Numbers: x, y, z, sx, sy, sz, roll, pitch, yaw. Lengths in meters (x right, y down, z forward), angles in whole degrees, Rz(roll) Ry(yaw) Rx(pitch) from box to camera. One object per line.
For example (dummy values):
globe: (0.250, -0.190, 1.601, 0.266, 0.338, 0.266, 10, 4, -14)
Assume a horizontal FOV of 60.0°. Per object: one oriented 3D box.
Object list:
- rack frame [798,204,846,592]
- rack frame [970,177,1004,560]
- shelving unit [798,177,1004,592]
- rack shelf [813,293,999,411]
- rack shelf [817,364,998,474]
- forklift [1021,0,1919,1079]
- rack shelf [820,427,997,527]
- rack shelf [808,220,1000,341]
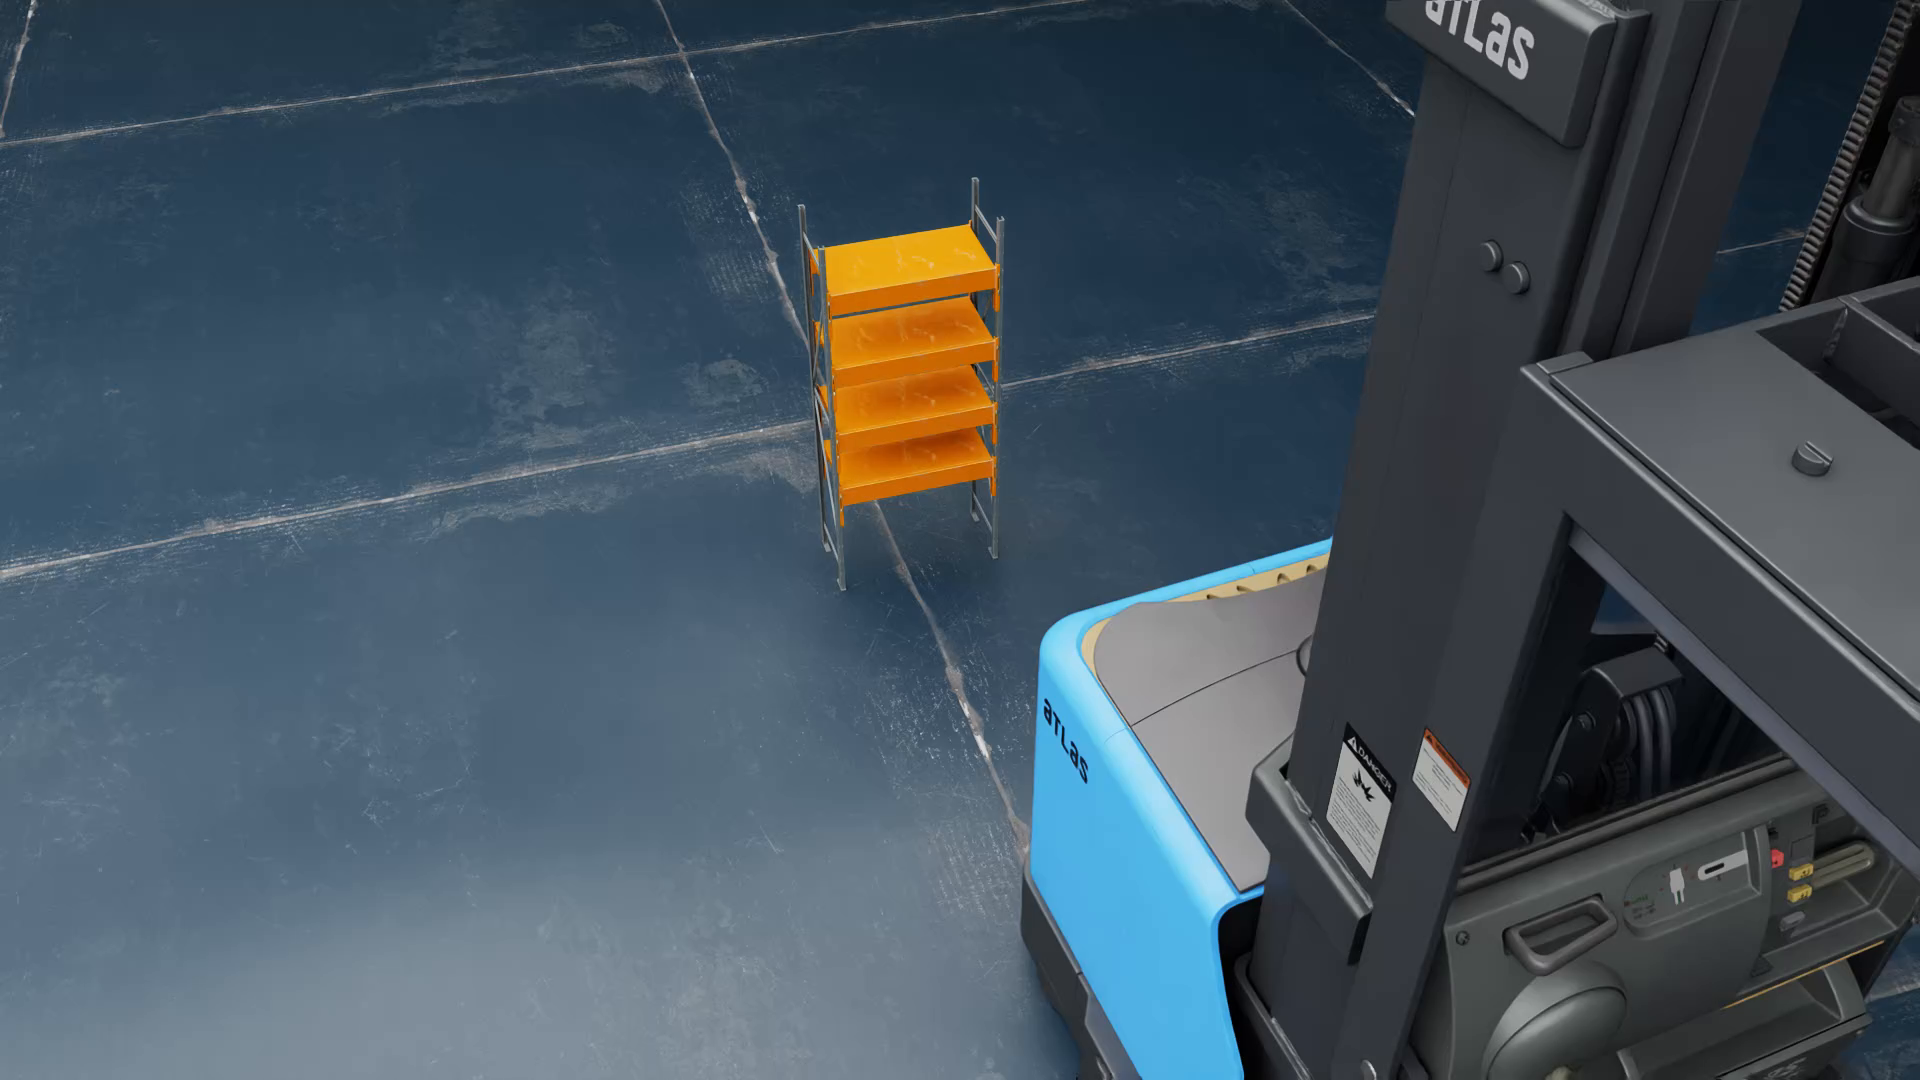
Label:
rack frame: (-0.391, -0.371, 4.763, 0.015, 1.200, 0.240, -12, 42, -13)
rack frame: (0.075, -0.467, 4.873, 0.015, 1.200, 0.240, -12, 42, -13)
shelving unit: (-0.158, -0.419, 4.818, 0.503, 1.200, 0.258, -12, 42, -13)
rack shelf: (-0.158, -0.537, 4.715, 0.480, 0.148, 0.258, -12, 42, -13)
rack shelf: (-0.158, -0.368, 4.862, 0.480, 0.148, 0.258, -12, 42, -13)
forklift: (1.177, 0.650, 2.278, 1.130, 2.935, 3.031, -15, 43, -17)
rack shelf: (-0.158, -0.219, 4.993, 0.480, 0.148, 0.258, -12, 42, -13)
rack shelf: (-0.158, -0.715, 4.559, 0.480, 0.148, 0.258, -12, 42, -13)
